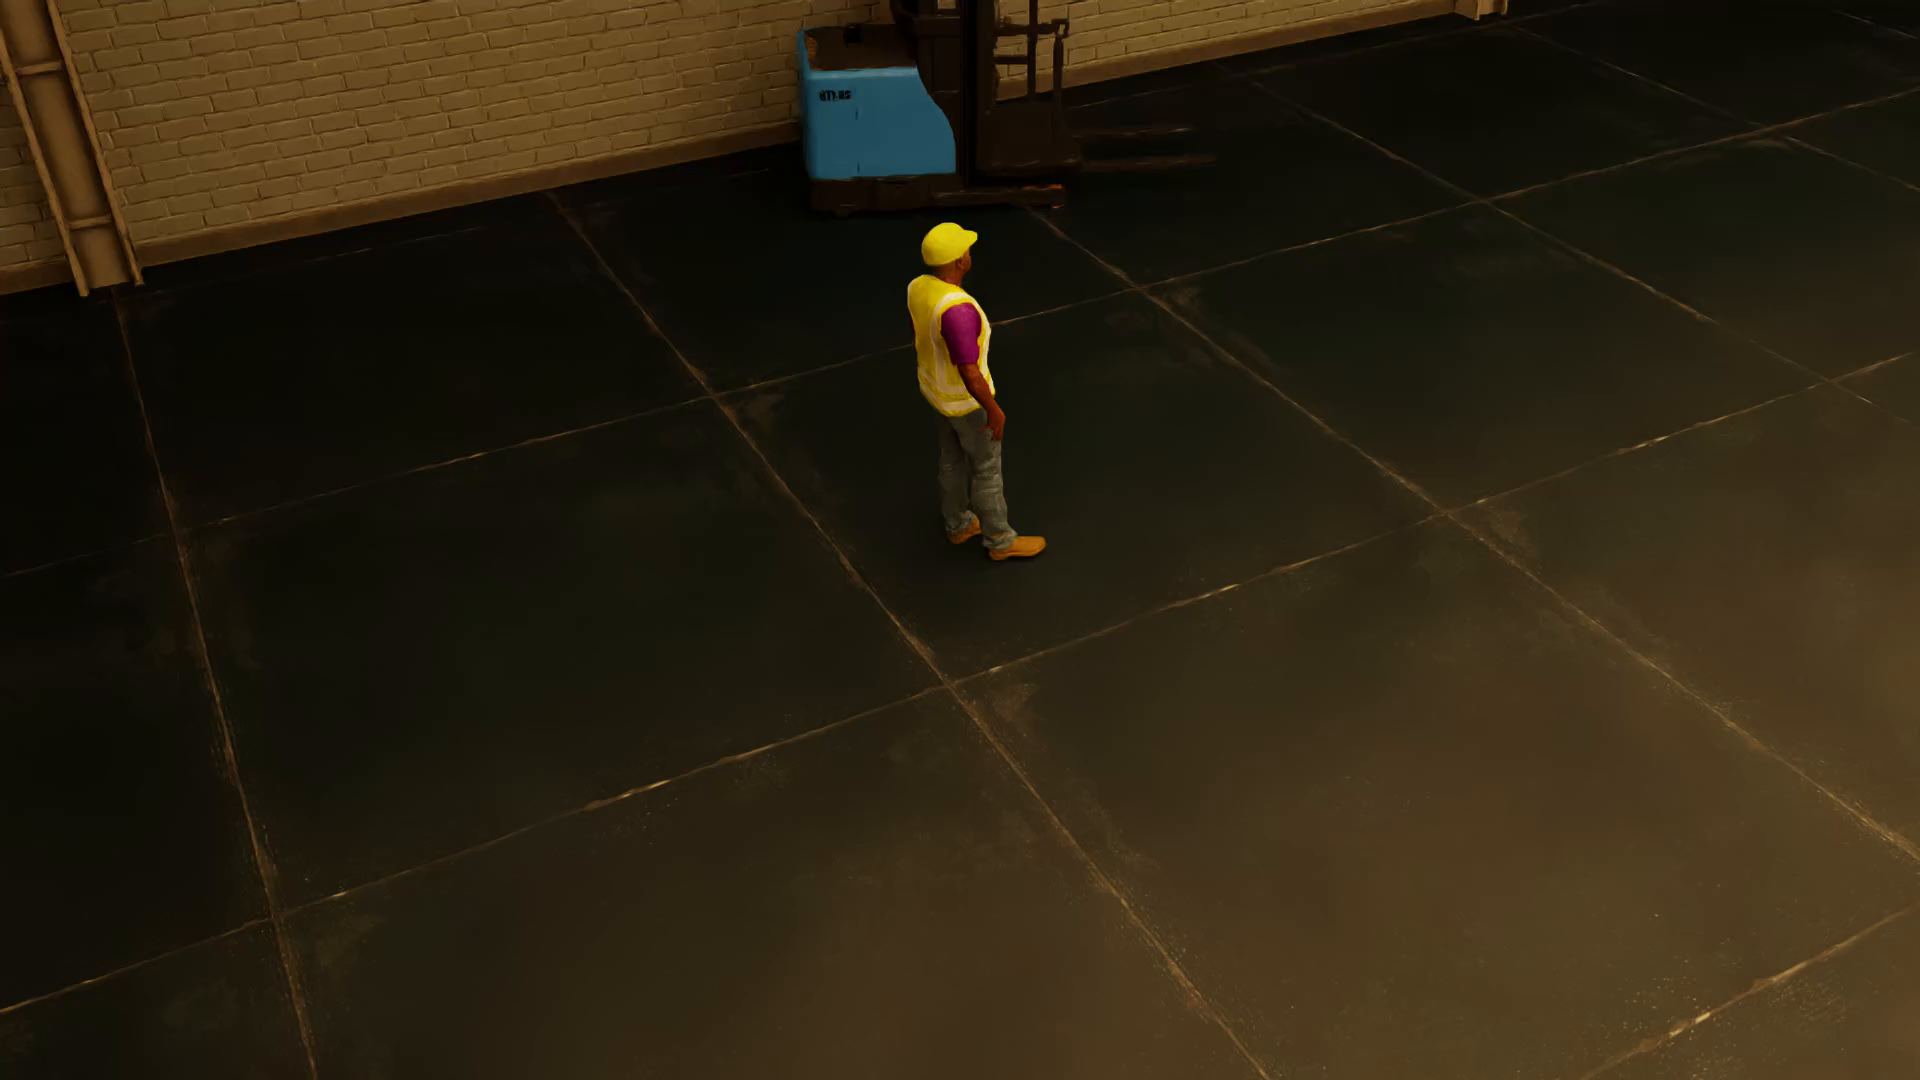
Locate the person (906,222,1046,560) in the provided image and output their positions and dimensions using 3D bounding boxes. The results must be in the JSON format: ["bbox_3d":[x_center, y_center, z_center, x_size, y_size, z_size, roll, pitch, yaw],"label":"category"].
[{"bbox_3d":[0.064,-0.743,8.171,0.576,1.766,0.665,-17,39,-23],"label":"person"}]

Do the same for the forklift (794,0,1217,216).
[{"bbox_3d":[0.347,-3.890,11.626,3.031,2.935,1.130,-5,36,-7],"label":"forklift"}]
